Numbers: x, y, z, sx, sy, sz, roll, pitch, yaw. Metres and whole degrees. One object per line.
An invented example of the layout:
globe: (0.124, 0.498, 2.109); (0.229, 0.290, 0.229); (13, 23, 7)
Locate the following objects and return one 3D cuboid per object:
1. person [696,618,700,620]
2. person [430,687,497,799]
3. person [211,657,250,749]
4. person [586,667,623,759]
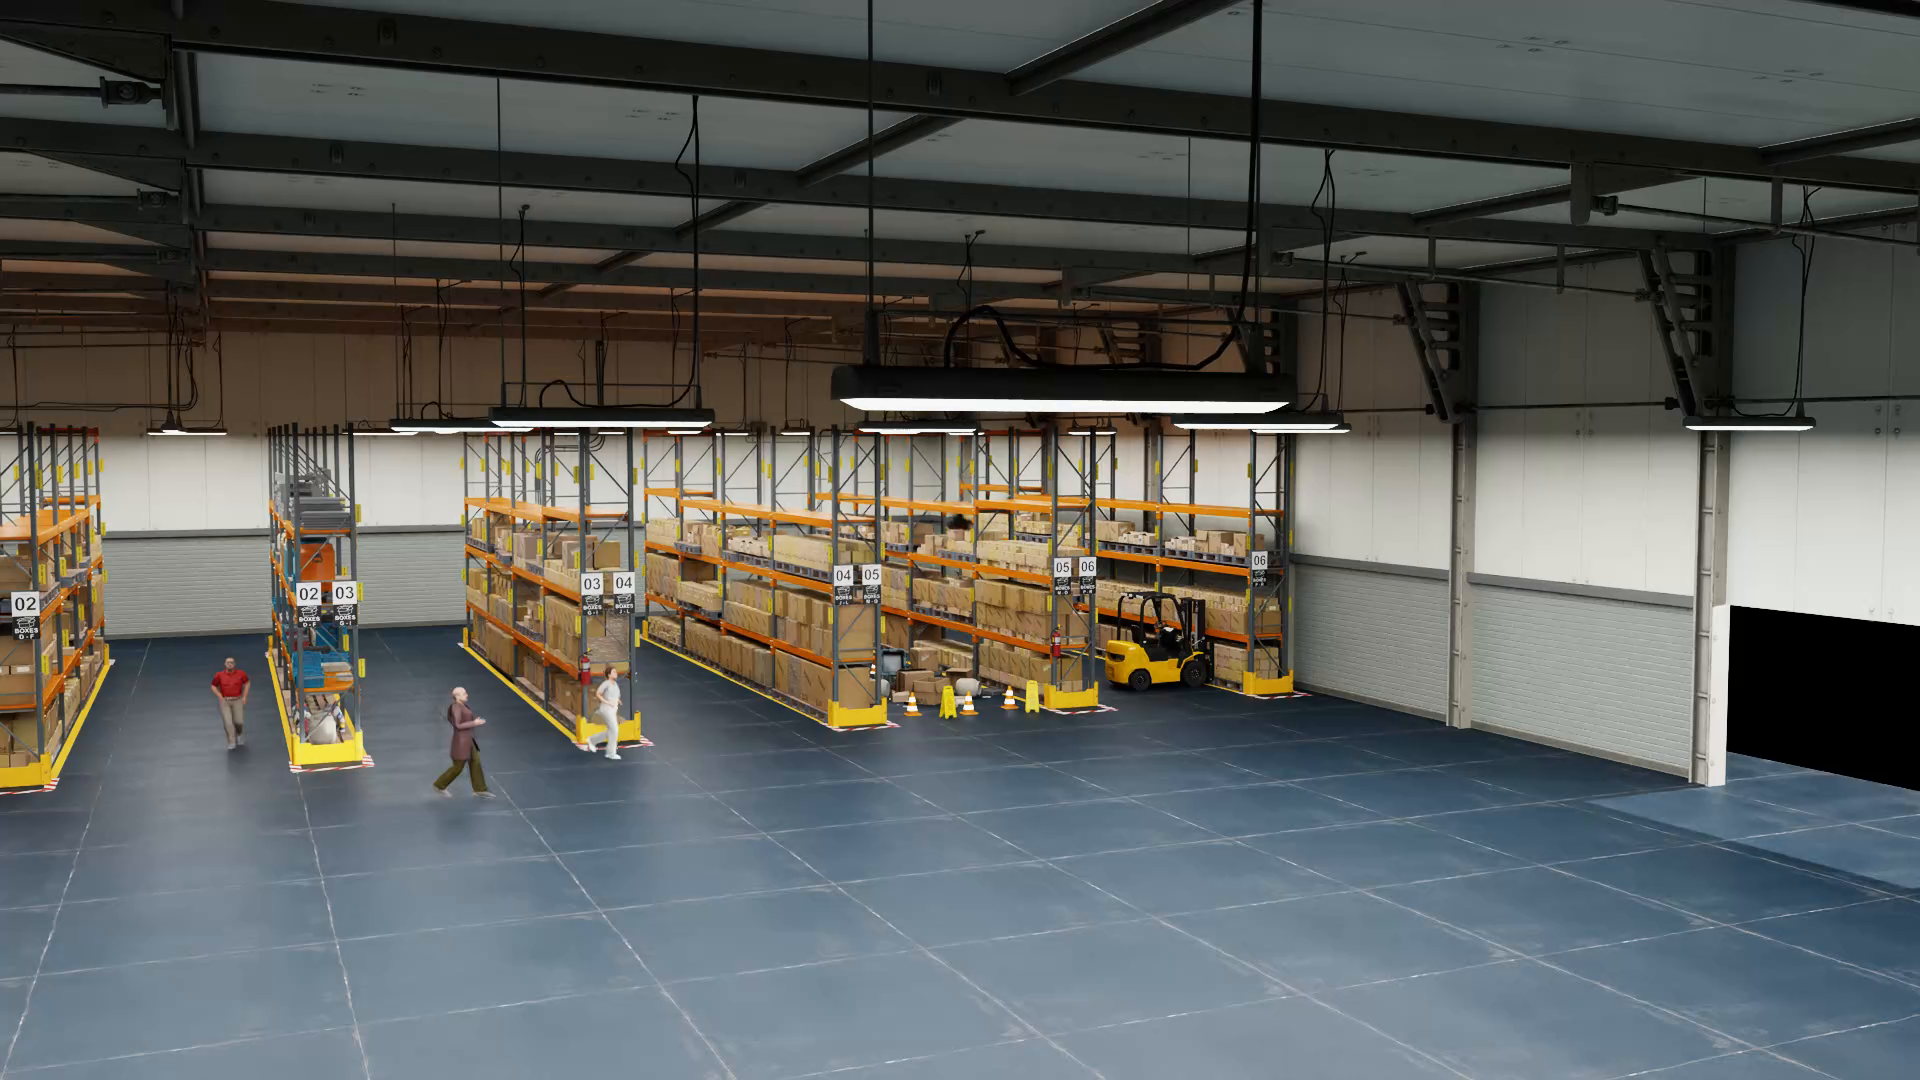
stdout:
person: (-7.656, 1.843, 49.885); (0.816, 1.714, 0.523); (-1, 4, -21)
person: (-7.818, 3.202, 26.139); (0.997, 1.786, 0.707); (0, 3, -4)
person: (-13.439, 3.004, 30.639); (0.663, 1.688, 0.569); (-1, 4, -22)
person: (-6.370, 3.098, 29.984); (0.717, 1.638, 0.604); (1, 4, 19)
